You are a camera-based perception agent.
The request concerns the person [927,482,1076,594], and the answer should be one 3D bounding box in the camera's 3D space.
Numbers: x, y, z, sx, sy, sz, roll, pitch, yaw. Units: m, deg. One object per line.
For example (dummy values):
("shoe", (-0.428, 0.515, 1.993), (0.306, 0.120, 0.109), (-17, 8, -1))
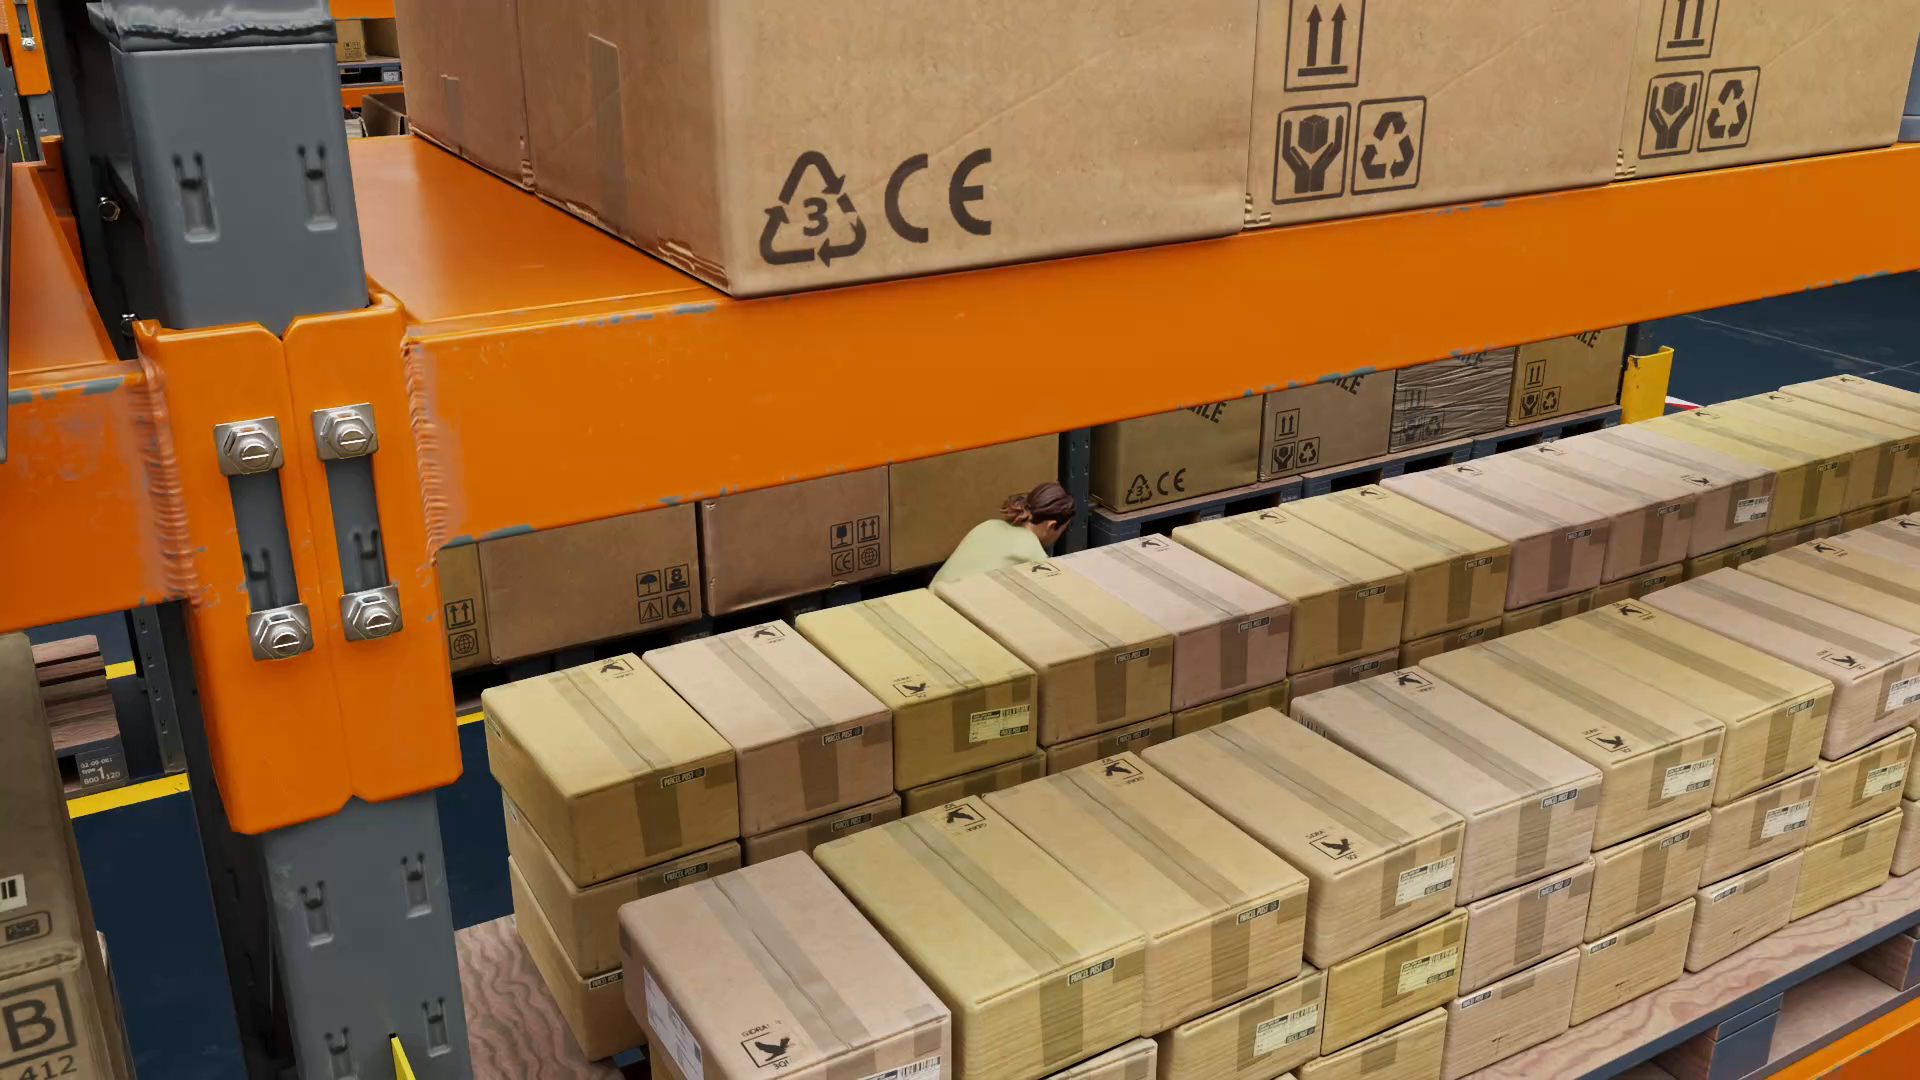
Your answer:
("person", (0.191, 0.260, 6.478), (0.862, 0.914, 0.471), (-13, 25, -29))
